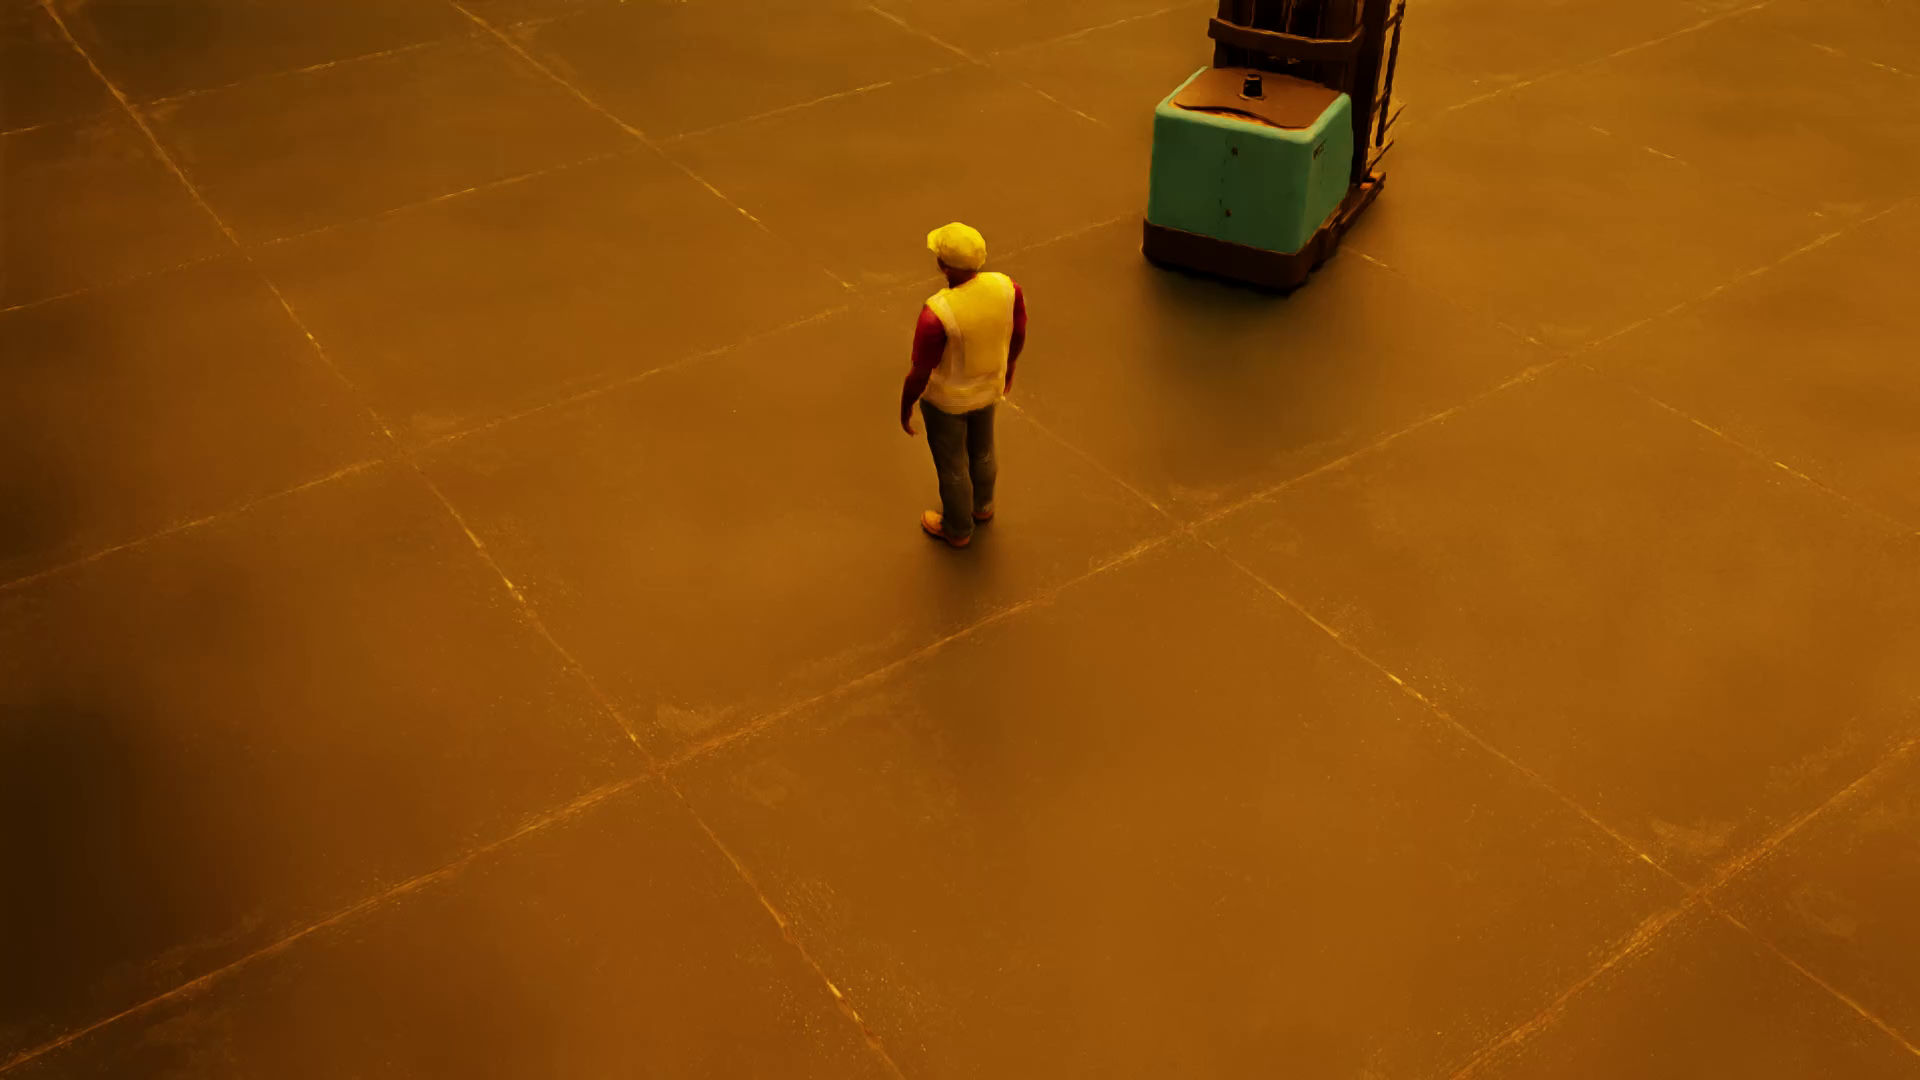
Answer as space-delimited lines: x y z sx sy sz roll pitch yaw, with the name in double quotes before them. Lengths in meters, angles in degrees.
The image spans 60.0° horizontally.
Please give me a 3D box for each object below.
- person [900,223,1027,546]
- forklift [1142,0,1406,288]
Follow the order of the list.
"person" -0.036 -0.752 7.929 0.665 1.766 0.576 -23 42 -28
"forklift" 2.333 -3.613 10.831 1.130 2.935 3.031 18 40 23
